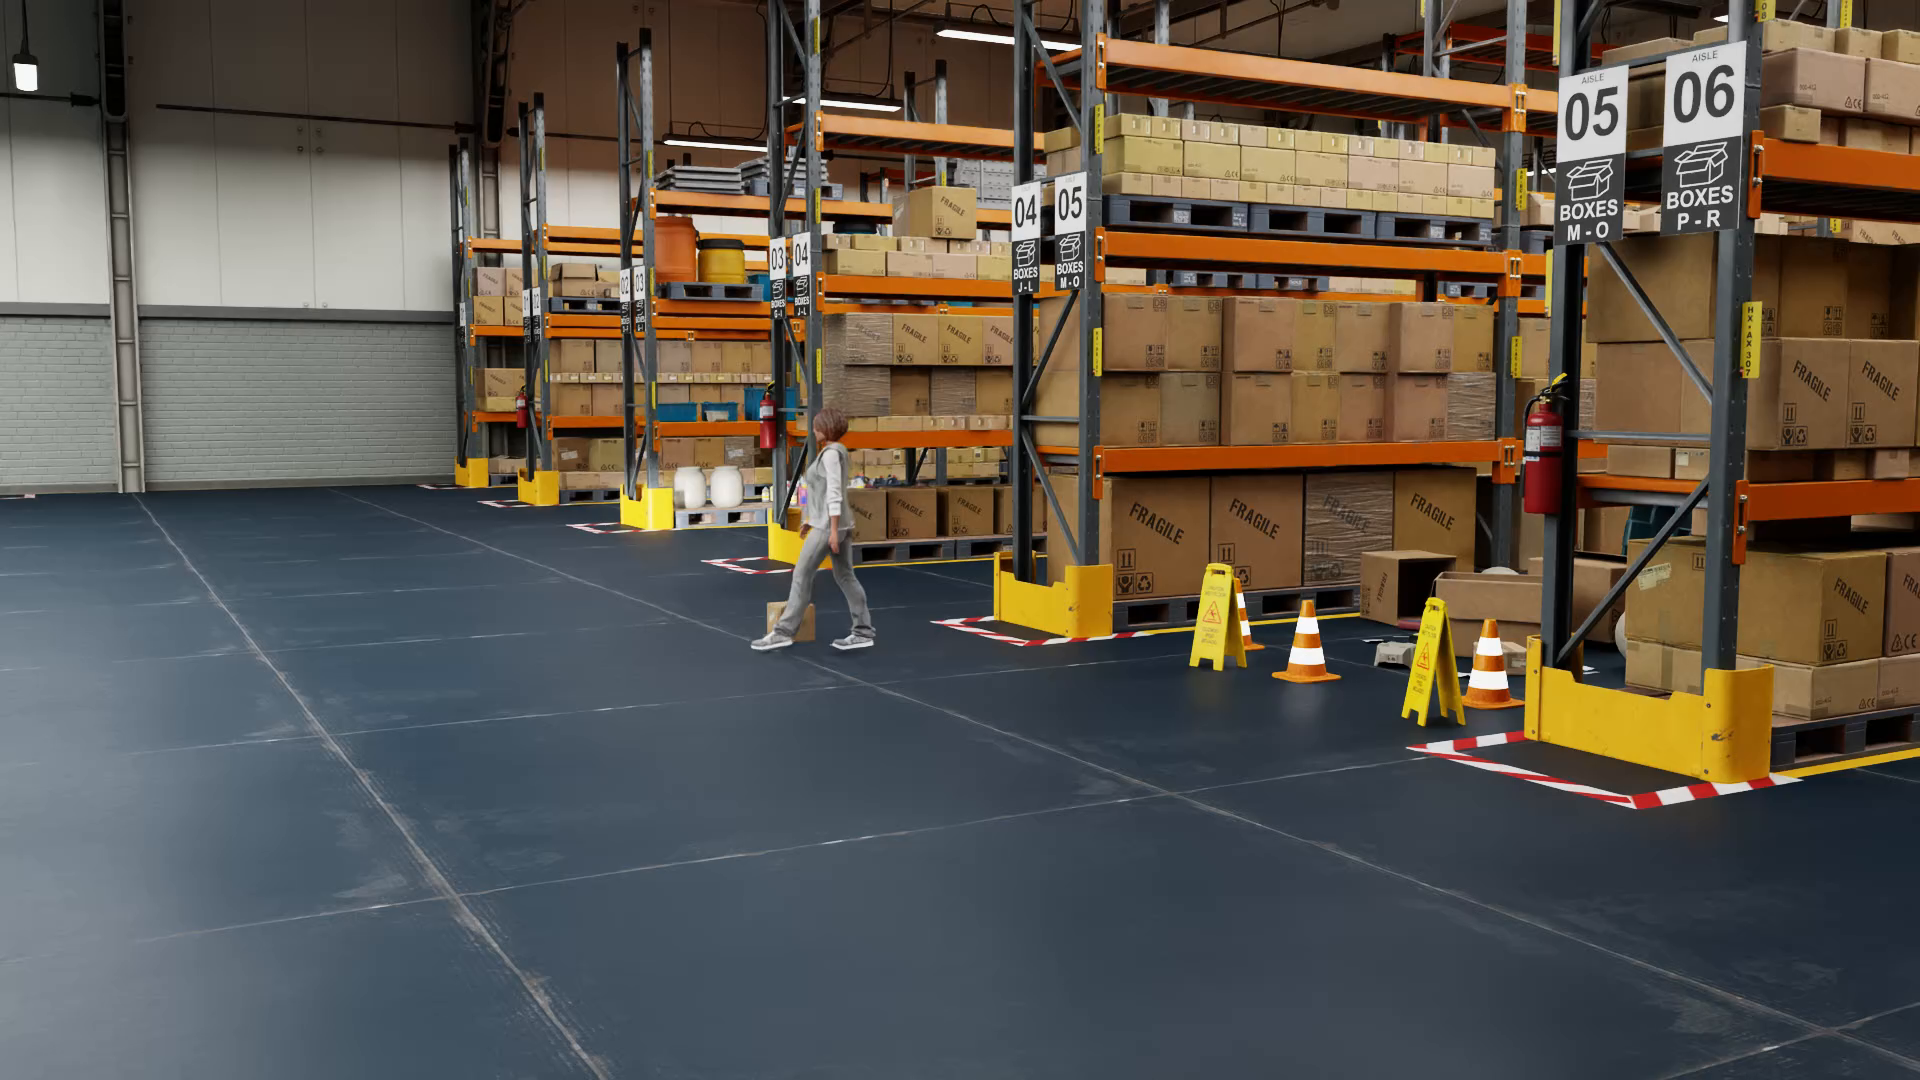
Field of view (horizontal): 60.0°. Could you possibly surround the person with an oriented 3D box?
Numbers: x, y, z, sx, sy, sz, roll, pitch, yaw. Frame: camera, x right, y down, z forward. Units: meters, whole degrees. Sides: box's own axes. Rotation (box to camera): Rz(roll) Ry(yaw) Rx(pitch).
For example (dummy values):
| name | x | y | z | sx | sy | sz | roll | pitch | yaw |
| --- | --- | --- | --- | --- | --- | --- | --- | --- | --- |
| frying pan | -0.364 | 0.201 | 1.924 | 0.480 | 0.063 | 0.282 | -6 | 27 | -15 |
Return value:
| name | x | y | z | sx | sy | sz | roll | pitch | yaw |
| --- | --- | --- | --- | --- | --- | --- | --- | --- | --- |
| person | -0.963 | -0.066 | 10.848 | 0.912 | 1.560 | 0.460 | 2 | 6 | 18 |
